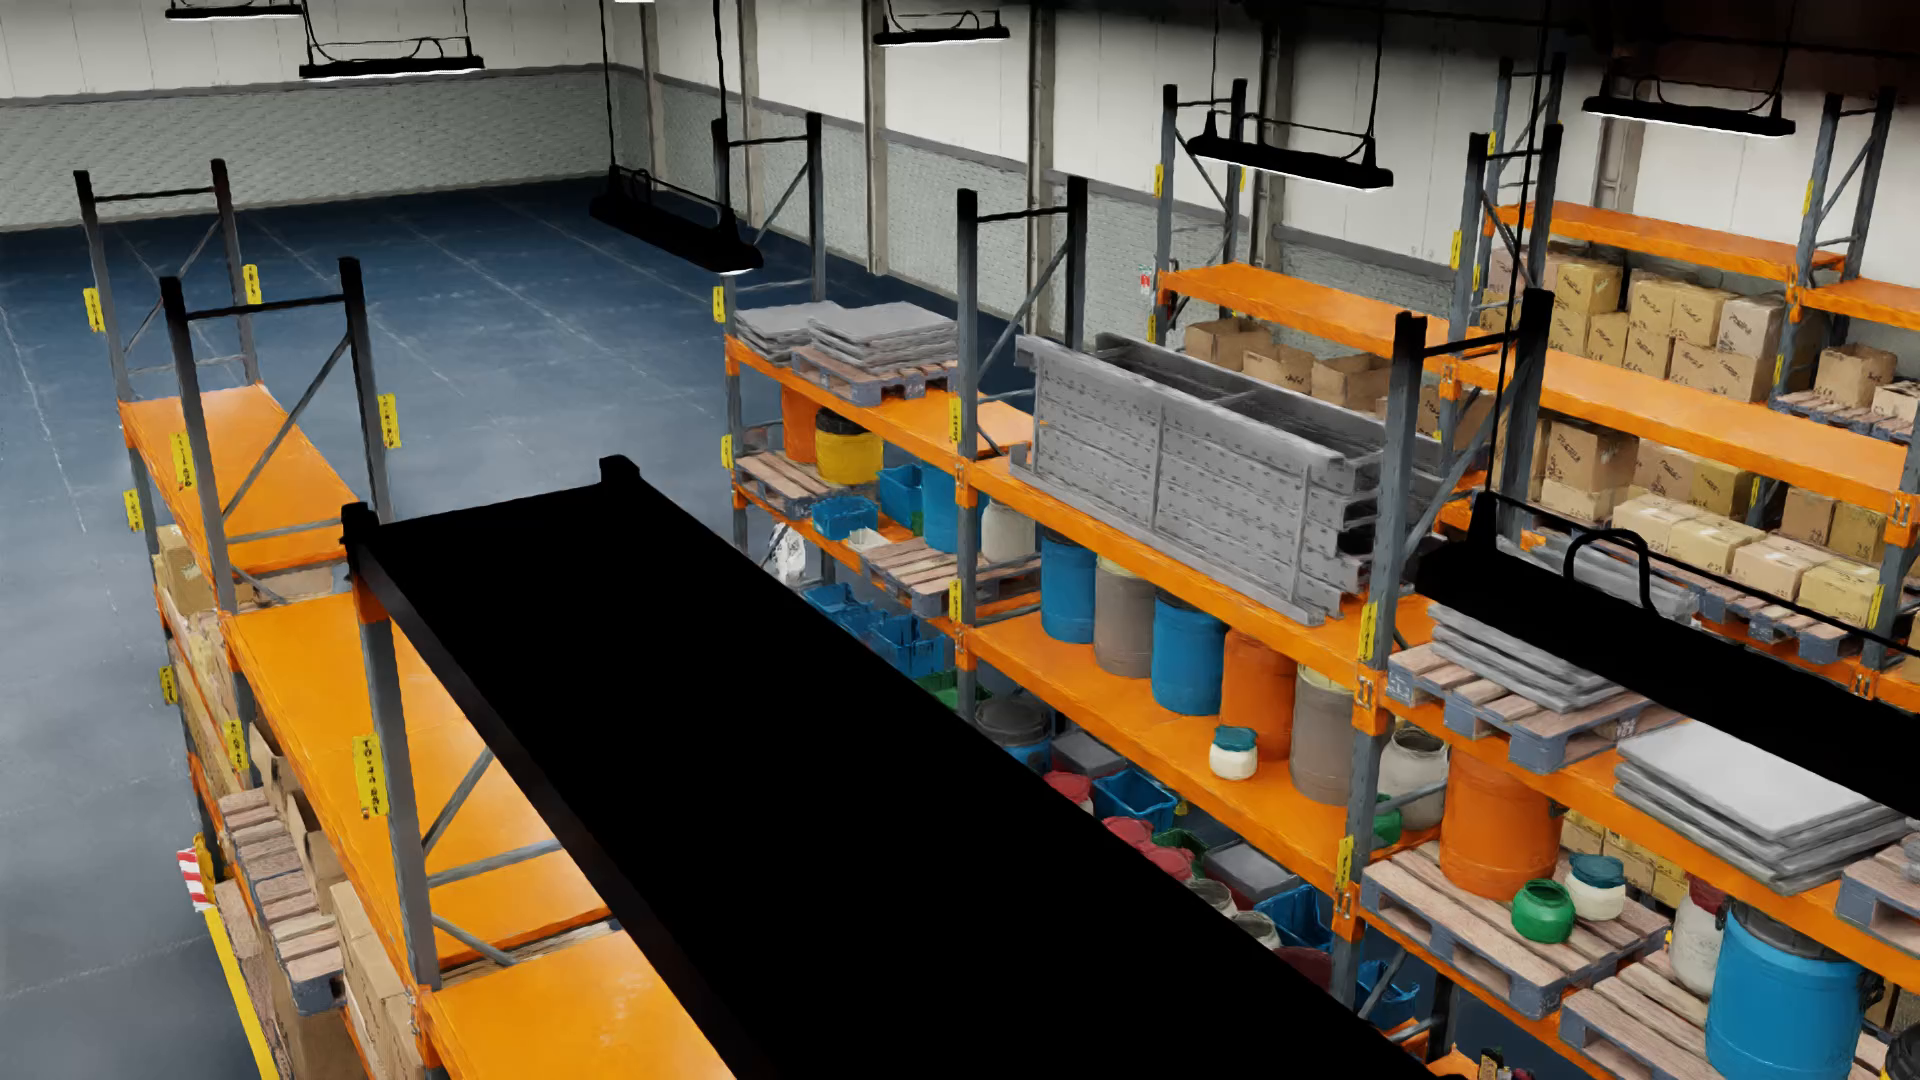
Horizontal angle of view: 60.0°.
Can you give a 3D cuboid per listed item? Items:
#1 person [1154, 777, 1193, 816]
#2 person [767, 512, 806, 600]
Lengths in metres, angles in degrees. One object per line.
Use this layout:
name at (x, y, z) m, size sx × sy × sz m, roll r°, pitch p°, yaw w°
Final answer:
person at (1.928, 1.612, 14.951) m, size 0.649 × 1.772 × 0.463 m, roll 11°, pitch 24°, yaw 26°
person at (-1.808, 0.349, 18.298) m, size 0.519 × 1.668 × 0.530 m, roll 8°, pitch 23°, yaw 19°
